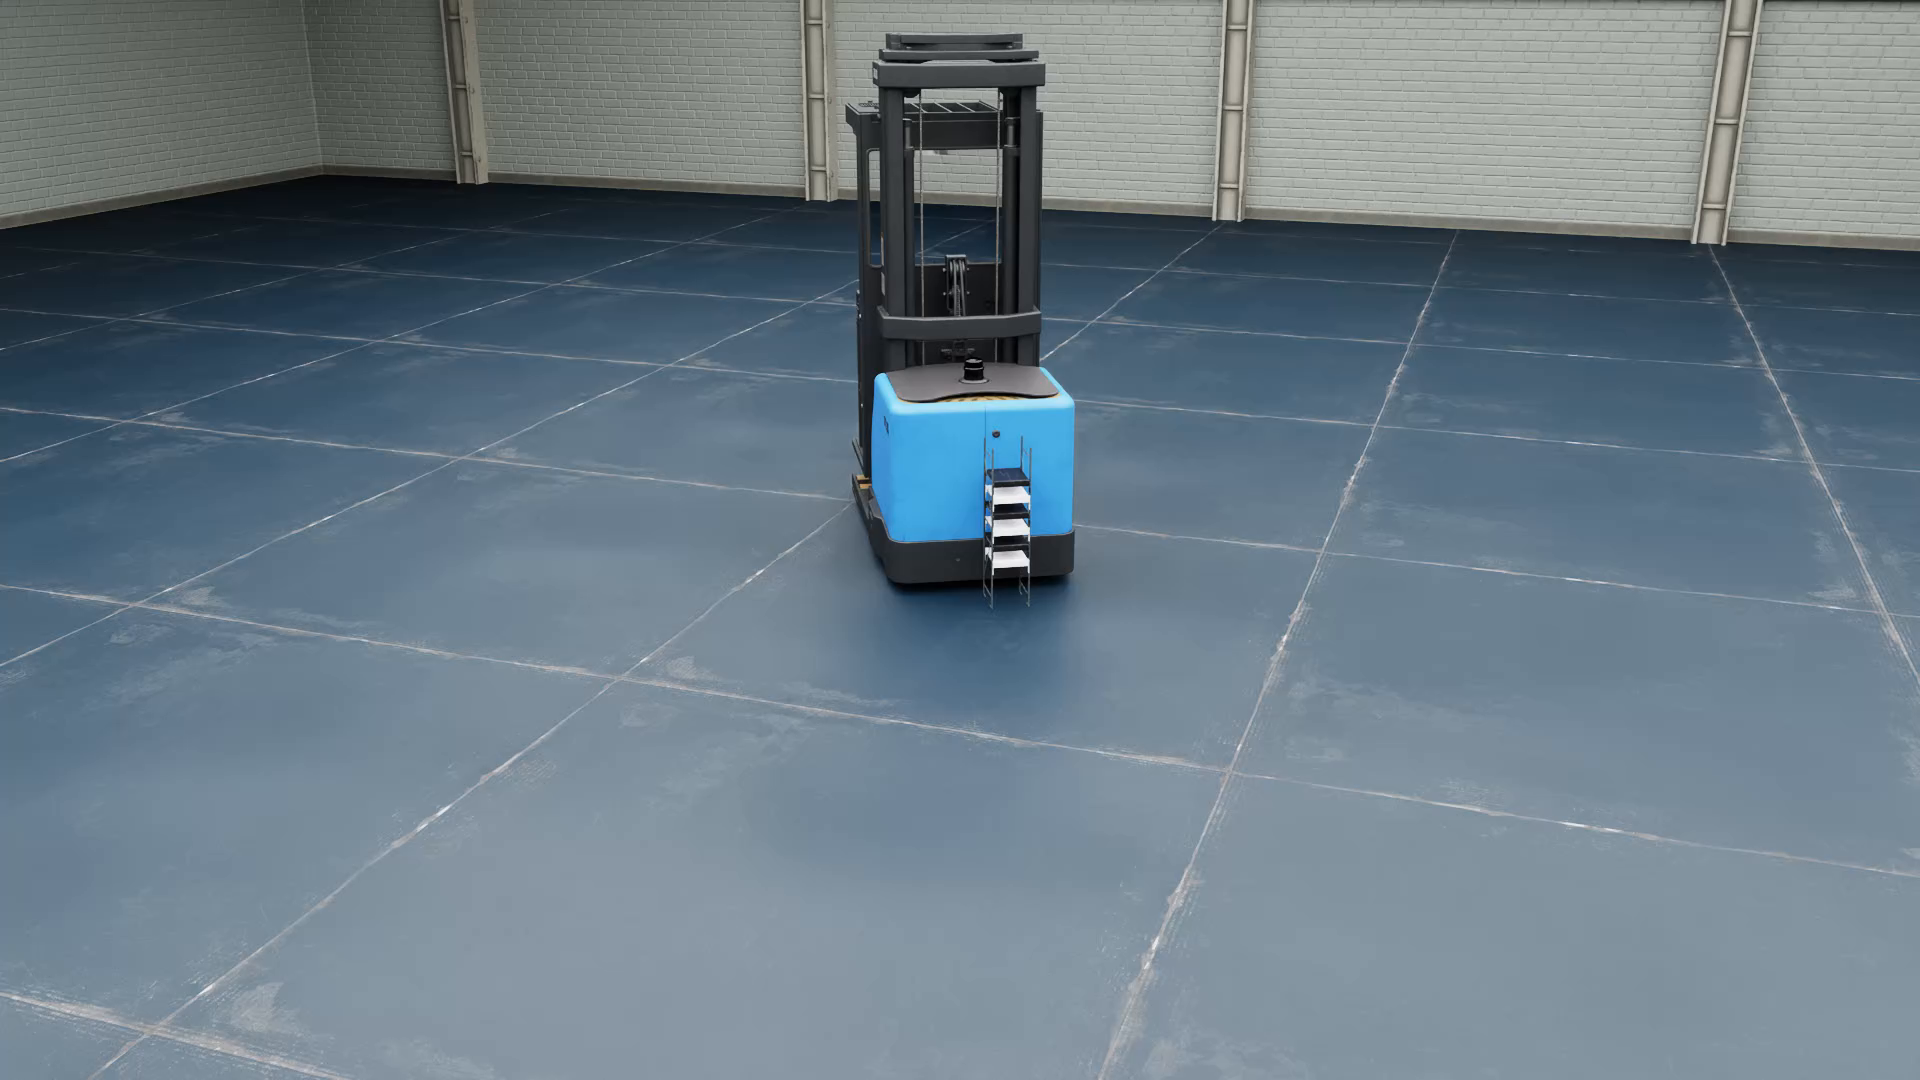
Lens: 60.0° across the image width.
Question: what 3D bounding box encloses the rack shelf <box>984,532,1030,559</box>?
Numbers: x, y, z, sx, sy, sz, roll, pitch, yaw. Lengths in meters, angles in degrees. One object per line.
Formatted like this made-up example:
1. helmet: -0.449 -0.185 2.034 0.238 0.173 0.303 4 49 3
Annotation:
1. rack shelf: 0.252 0.022 9.021 0.200 0.077 0.258 -3 20 -10

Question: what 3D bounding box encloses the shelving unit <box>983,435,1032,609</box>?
1. shelving unit: 0.252 -0.095 8.981 0.210 0.900 0.258 -3 20 -10

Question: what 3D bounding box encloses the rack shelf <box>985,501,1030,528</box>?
1. rack shelf: 0.252 -0.148 8.962 0.200 0.077 0.258 -3 20 -10

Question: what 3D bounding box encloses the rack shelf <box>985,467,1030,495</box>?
1. rack shelf: 0.252 -0.318 8.903 0.200 0.077 0.258 -3 20 -10

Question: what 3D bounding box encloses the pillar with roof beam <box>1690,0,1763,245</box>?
1. pillar with roof beam: 7.898 -6.615 15.383 0.400 9.000 9.100 7 20 18

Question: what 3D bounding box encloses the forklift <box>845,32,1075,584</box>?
1. forklift: -0.099 -1.589 10.182 1.130 2.935 3.031 -3 19 -9

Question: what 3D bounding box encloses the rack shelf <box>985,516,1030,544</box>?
1. rack shelf: 0.252 -0.063 8.992 0.200 0.077 0.258 -3 20 -10

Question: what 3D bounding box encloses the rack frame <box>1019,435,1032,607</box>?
1. rack frame: 0.352 -0.101 8.998 0.006 0.900 0.240 -3 20 -10

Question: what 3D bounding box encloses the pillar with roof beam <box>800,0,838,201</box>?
1. pillar with roof beam: -3.438 -7.911 19.101 0.400 9.000 9.100 7 20 18

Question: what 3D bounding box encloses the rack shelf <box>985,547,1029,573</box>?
1. rack shelf: 0.252 0.107 9.051 0.200 0.077 0.258 -3 20 -10

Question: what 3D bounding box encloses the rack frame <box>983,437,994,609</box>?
1. rack frame: 0.152 -0.089 8.964 0.006 0.900 0.240 -3 20 -10

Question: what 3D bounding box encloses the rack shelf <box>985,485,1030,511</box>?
1. rack shelf: 0.252 -0.233 8.933 0.200 0.077 0.258 -3 20 -10

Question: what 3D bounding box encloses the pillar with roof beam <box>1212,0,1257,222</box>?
1. pillar with roof beam: 2.230 -7.263 17.242 0.400 9.000 9.100 7 20 18

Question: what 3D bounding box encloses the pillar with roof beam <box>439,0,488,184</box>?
1. pillar with roof beam: -9.106 -8.560 20.960 0.400 9.000 9.100 7 20 18
